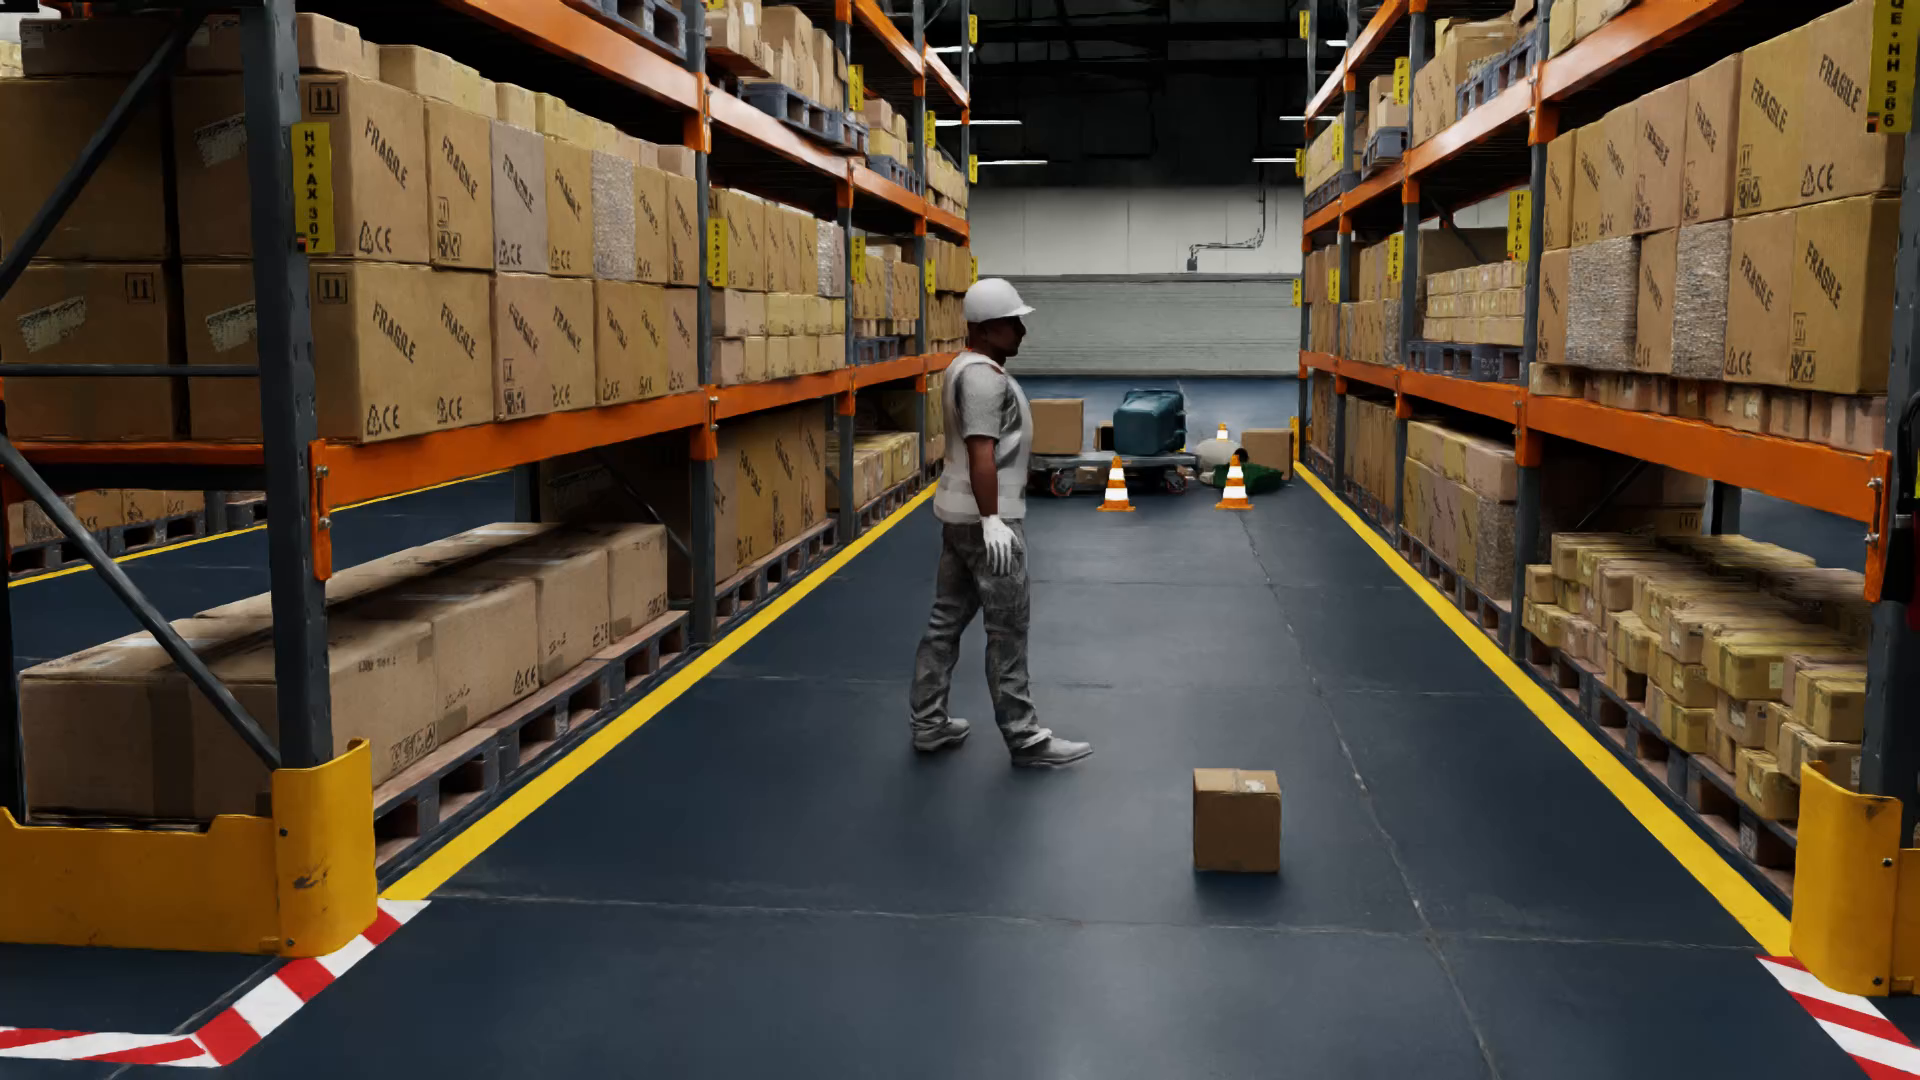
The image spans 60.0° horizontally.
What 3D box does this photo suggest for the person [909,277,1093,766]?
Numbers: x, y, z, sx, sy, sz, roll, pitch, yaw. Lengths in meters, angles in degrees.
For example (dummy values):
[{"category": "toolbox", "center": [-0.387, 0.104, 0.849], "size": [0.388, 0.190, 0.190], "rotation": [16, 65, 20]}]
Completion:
[{"category": "person", "center": [0.146, -0.065, 6.133], "size": [0.639, 1.786, 0.706], "rotation": [-1, 8, -9]}]
